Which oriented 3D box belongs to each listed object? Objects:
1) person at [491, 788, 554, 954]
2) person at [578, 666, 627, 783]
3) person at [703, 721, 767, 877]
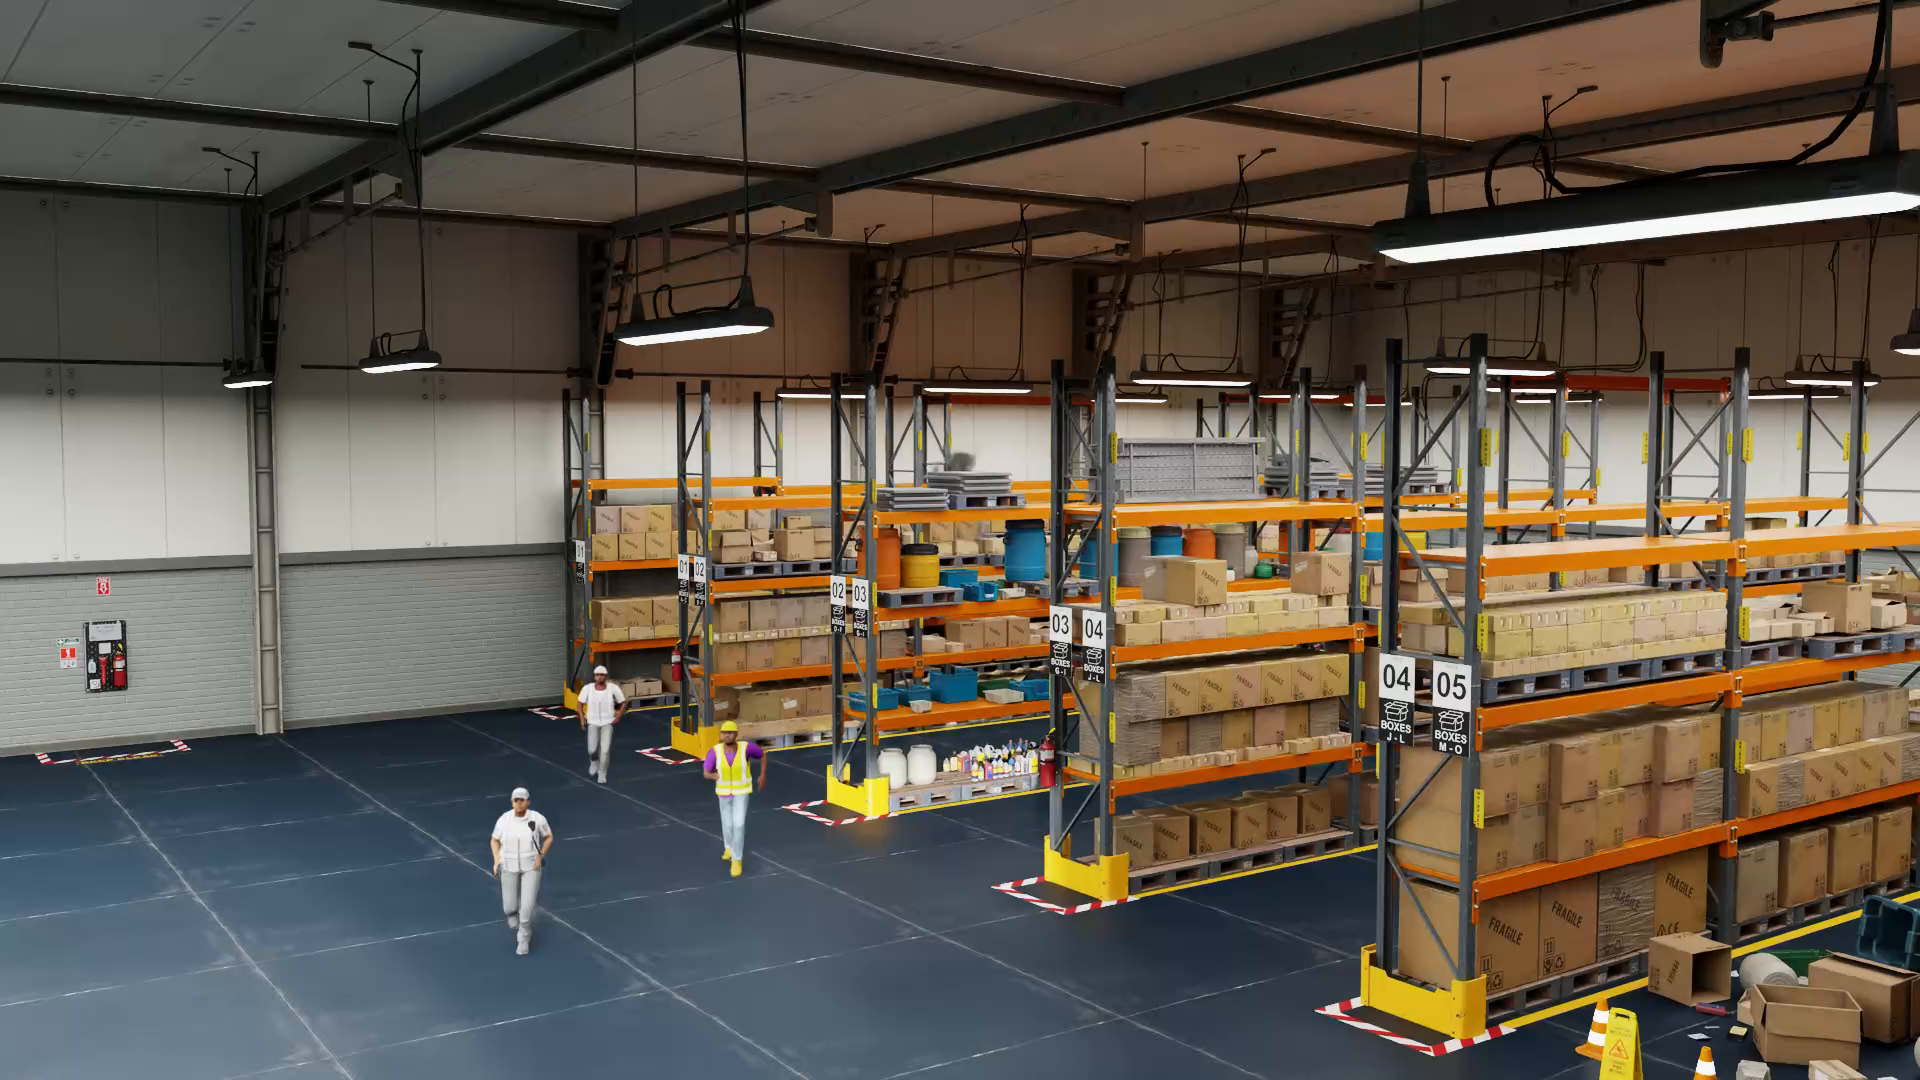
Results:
[{"bbox_3d":[-4.404,3.293,16.735,0.615,1.630,0.587,-1,4,-10],"label":"person"},{"bbox_3d":[-5.309,2.720,24.675,0.715,1.734,0.577,-1,4,-10],"label":"person"},{"bbox_3d":[-2.665,3.025,19.656,0.709,1.811,0.895,0,4,4],"label":"person"}]
